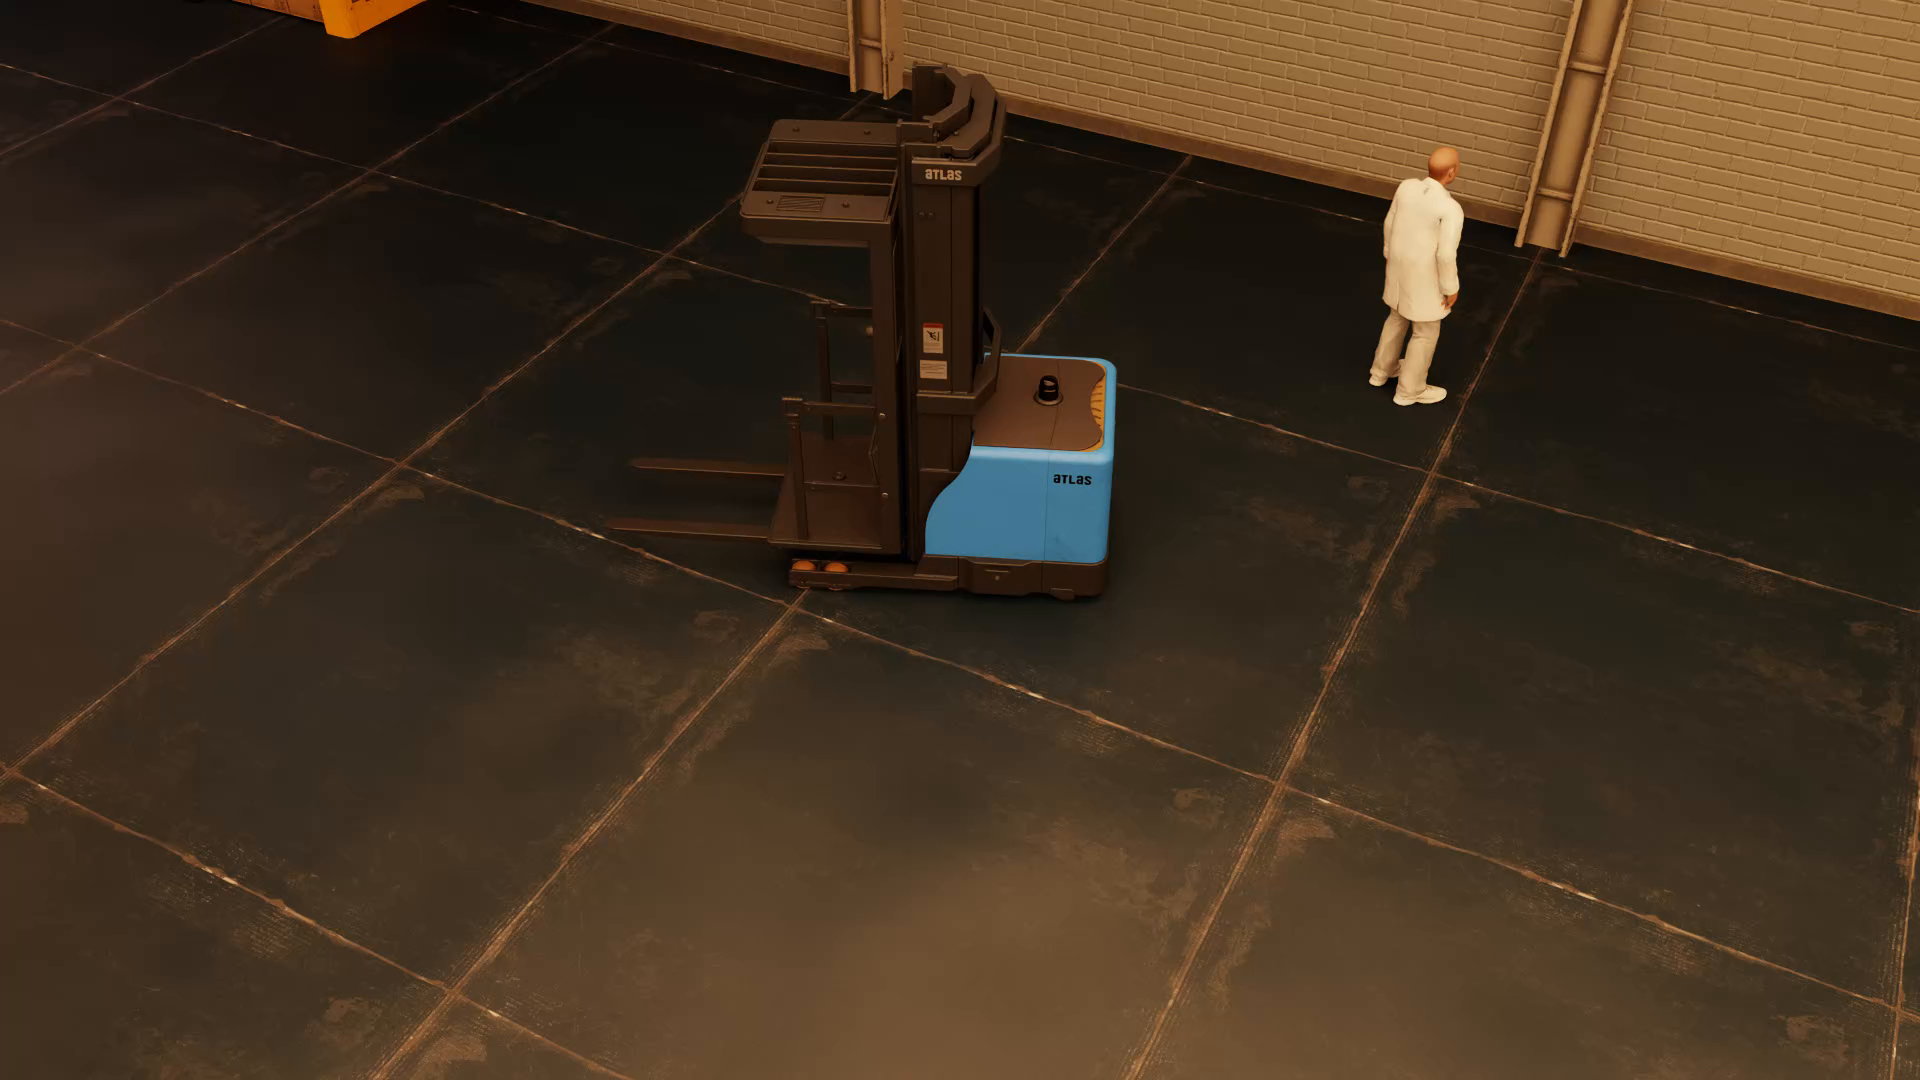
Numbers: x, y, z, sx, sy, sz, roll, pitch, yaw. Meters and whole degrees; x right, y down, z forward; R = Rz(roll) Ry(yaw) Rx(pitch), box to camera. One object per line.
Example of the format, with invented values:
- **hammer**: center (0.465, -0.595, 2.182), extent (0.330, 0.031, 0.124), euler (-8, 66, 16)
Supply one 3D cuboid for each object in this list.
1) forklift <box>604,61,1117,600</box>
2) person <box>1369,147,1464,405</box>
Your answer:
- **forklift**: center (-0.606, -1.157, 9.360), extent (3.031, 2.935, 1.130), euler (3, 40, 4)
- **person**: center (3.027, -1.754, 10.967), extent (0.429, 1.774, 0.654), euler (-20, 44, -23)
